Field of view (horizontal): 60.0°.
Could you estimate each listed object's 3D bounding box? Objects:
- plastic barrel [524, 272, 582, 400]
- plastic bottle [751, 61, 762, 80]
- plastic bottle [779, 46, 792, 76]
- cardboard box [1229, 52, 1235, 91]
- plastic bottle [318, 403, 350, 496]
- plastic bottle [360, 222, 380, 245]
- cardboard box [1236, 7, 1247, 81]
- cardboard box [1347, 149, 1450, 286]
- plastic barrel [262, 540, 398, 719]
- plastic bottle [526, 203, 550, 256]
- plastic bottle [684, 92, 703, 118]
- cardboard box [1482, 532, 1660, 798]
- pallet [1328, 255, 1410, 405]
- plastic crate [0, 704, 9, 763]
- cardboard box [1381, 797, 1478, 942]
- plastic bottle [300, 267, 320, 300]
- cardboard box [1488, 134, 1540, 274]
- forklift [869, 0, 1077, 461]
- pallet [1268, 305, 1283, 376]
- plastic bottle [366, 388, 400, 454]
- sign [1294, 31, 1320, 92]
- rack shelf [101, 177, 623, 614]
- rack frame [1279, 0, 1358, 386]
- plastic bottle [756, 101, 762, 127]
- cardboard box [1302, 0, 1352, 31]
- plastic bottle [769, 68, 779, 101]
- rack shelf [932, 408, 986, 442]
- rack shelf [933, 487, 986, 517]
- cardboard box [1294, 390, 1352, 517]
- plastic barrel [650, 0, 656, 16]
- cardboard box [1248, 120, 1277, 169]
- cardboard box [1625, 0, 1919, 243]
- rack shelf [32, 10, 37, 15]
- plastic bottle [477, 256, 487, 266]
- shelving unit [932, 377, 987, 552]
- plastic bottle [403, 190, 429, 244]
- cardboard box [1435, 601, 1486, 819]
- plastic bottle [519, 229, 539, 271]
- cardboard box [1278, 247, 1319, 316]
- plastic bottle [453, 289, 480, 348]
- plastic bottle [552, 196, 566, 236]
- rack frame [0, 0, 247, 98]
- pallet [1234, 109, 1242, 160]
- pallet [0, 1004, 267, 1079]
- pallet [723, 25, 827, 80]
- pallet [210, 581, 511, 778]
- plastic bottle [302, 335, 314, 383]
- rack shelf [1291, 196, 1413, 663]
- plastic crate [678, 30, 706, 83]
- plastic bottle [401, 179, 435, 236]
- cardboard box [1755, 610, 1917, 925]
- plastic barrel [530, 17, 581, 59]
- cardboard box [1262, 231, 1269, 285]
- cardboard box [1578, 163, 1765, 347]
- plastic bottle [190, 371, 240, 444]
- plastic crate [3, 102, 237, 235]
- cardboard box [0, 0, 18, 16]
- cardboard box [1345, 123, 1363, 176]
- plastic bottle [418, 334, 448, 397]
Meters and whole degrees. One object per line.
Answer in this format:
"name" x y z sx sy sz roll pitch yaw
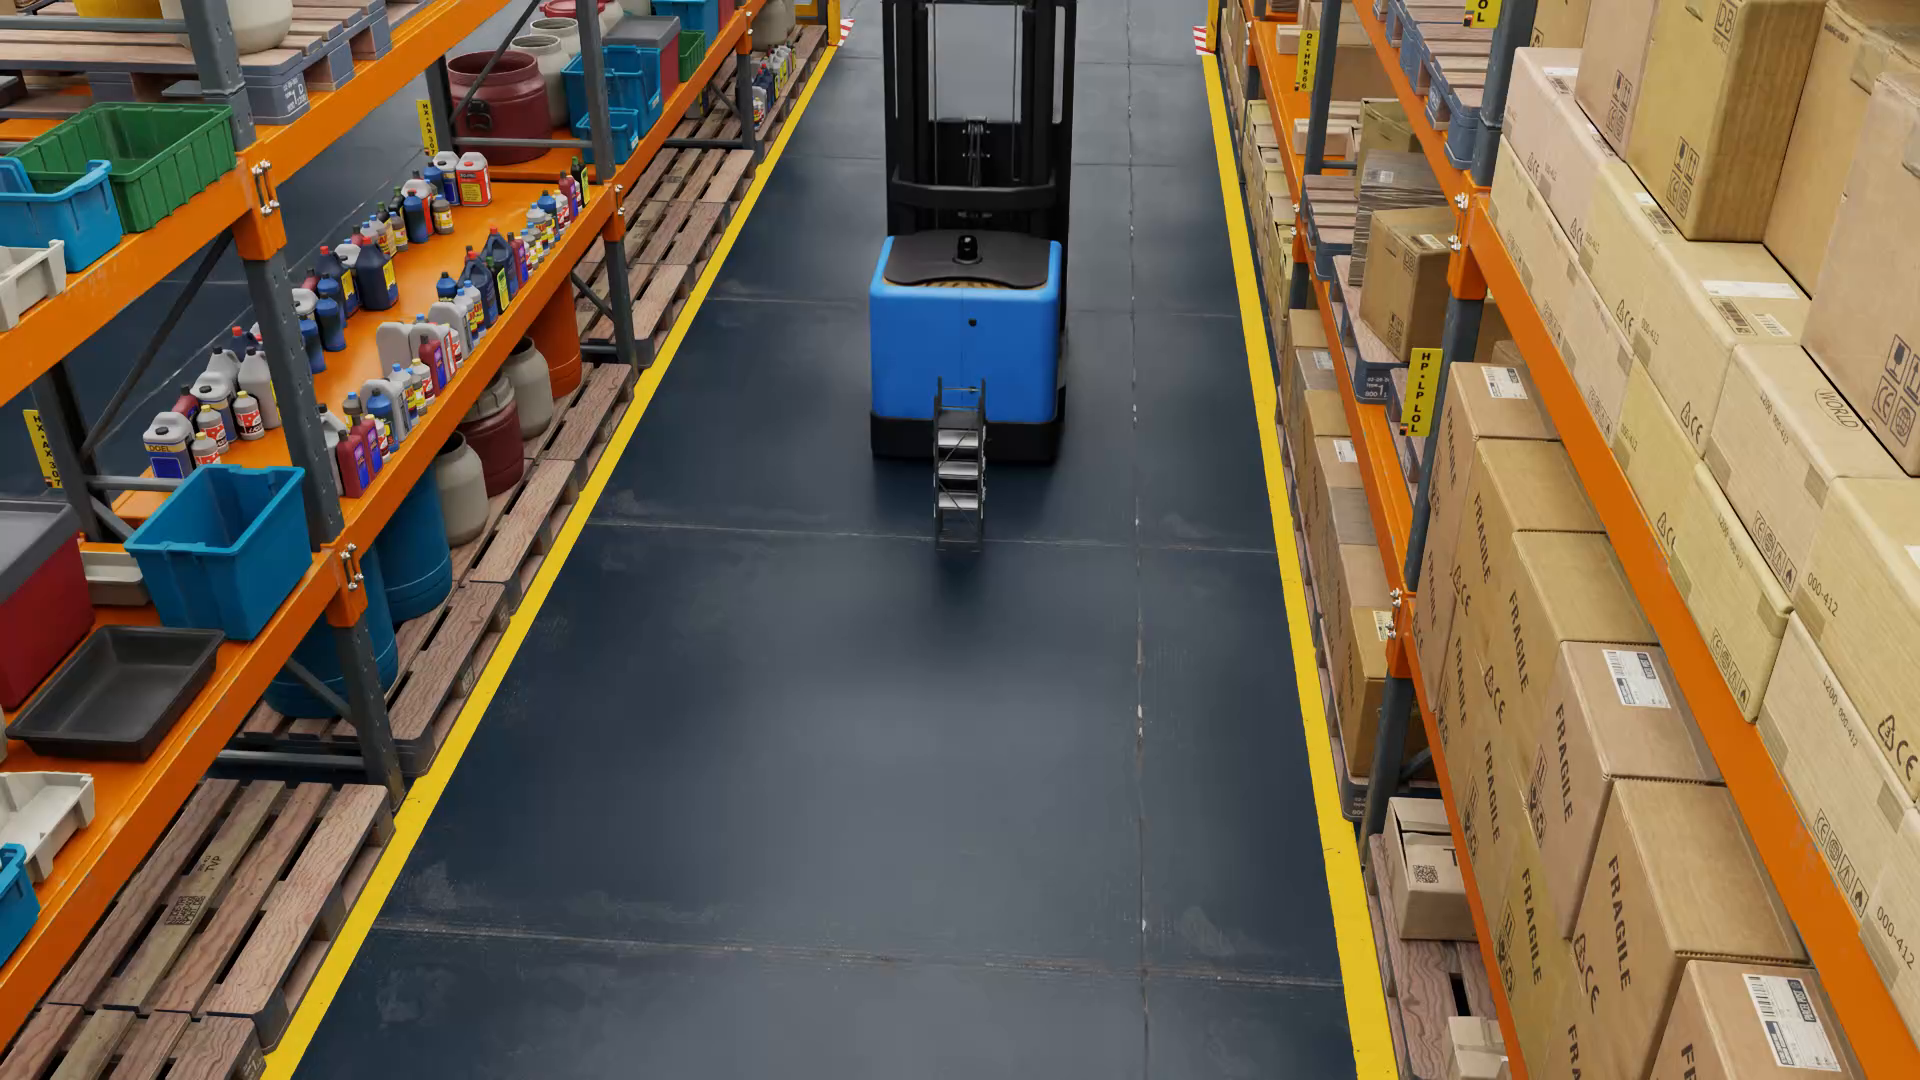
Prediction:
"plastic barrel" -2.532 -1.283 9.641 0.600 0.830 0.708 2 32 4
"plastic bottle" -1.804 -4.122 14.757 0.152 0.276 0.135 2 32 4
"plastic bottle" -1.619 -4.386 15.184 0.152 0.276 0.135 3 32 4
"cardboard box" 2.689 -4.207 14.938 0.500 0.250 0.500 2 32 4
"plastic bottle" -2.480 -0.363 6.527 0.144 0.351 0.185 2 32 4
"plastic bottle" -2.979 -1.474 8.406 0.097 0.271 0.097 0 32 0
"cardboard box" 2.662 -4.264 14.316 0.500 0.500 0.500 2 32 4
"cardboard box" 2.223 -1.488 7.810 0.700 0.500 0.500 8 33 13
"plastic barrel" -2.774 0.238 7.104 0.600 0.901 0.708 2 32 4
"plastic bottle" -2.195 -1.616 8.636 0.097 0.271 0.097 0 32 0
"plastic bottle" -2.275 -3.778 14.128 0.144 0.351 0.185 2 32 4
"cardboard box" 1.699 0.326 4.314 0.500 0.500 0.500 2 32 3
"pallet" 2.273 -0.972 7.651 1.003 0.211 1.213 2 32 4
"plastic crate" -3.143 0.623 4.936 0.437 0.282 0.530 2 32 4
"cardboard box" 1.852 1.188 6.106 0.500 0.311 0.500 2 32 4
"plastic bottle" -3.051 -1.132 7.839 0.061 0.283 0.133 2 32 4
"cardboard box" 1.815 -0.949 4.714 0.500 0.250 0.500 2 32 4
"forklift" 0.128 -2.436 9.909 1.130 2.935 3.031 2 32 4
"pallet" 2.533 -1.312 10.678 1.003 0.211 1.213 2 32 4
"plastic bottle" -2.370 -0.493 6.814 0.097 0.271 0.097 0 32 0
"sign" 1.874 -2.586 8.983 0.100 0.325 0.005 2 32 4
"rack shelf" -2.672 -0.932 8.089 1.077 0.370 4.000 2 32 4
"rack frame" 2.427 -2.071 9.251 1.000 3.000 0.127 2 32 4
"plastic bottle" -1.713 -3.573 13.937 0.097 0.201 0.097 0 32 0
"cardboard box" 2.631 -3.529 11.521 0.500 0.500 0.500 5 32 8
"plastic bottle" -1.634 -3.994 14.542 0.061 0.283 0.133 4 32 6
"rack shelf" -0.001 -0.580 8.383 0.258 0.077 0.200 2 32 4
"rack shelf" -0.001 -0.197 8.619 0.258 0.077 0.200 2 32 4
"cardboard box" 2.022 -0.432 8.555 0.500 0.500 0.500 2 32 3
"plastic barrel" -2.517 -4.400 12.553 0.600 0.901 0.708 2 32 4
"cardboard box" 2.425 -2.942 12.351 0.500 0.311 0.500 2 32 3
"cardboard box" 1.883 -0.951 3.527 0.700 0.500 0.500 2 32 4
"rack shelf" -7.283 -3.235 11.827 1.077 0.370 4.000 2 32 4
"plastic bottle" -2.297 -1.243 8.020 0.061 0.283 0.133 2 32 4
"shelving unit" -0.001 -0.379 8.507 0.258 0.900 0.210 2 32 4
"plastic bottle" -2.881 -1.713 8.793 0.097 0.271 0.097 0 32 0
"cardboard box" 1.750 0.501 4.983 0.500 0.500 0.500 3 32 5
"plastic bottle" -2.211 -1.484 8.489 0.097 0.201 0.097 0 32 0
"cardboard box" 2.224 -1.602 10.177 0.500 0.311 0.500 3 32 5
"plastic bottle" -2.287 -1.029 7.683 0.097 0.271 0.097 0 32 0
"plastic bottle" -2.171 -1.739 8.902 0.097 0.201 0.097 0 32 0
"rack frame" -2.835 -2.747 4.630 1.000 3.000 0.127 2 32 4
"pallet" 2.859 -3.389 14.049 1.003 0.211 1.213 2 32 4
"pallet" -2.953 2.020 5.271 1.003 0.211 1.213 2 32 4
"pallet" -1.889 -4.814 16.360 1.003 0.211 1.213 2 32 4
"pallet" -2.731 0.593 7.587 1.003 0.211 1.213 2 32 4
"plastic bottle" -2.929 -0.817 7.339 0.097 0.271 0.097 0 32 0
"rack shelf" 2.264 -0.719 7.743 1.077 0.370 4.000 2 32 4
"plastic crate" -2.044 -3.363 11.550 0.450 0.188 0.662 2 32 4
"plastic bottle" -2.905 -1.777 8.893 0.152 0.276 0.135 2 32 4
"cardboard box" 1.606 0.358 2.593 0.500 0.250 0.500 2 32 4
"plastic barrel" -2.604 -3.099 10.813 0.421 0.512 0.421 0 32 0
"cardboard box" 2.309 -1.897 11.190 0.500 0.250 0.500 3 32 5
"cardboard box" 1.723 -0.639 3.735 0.500 0.250 0.500 2 32 4
"plastic bottle" -3.095 -0.551 6.903 0.152 0.276 0.135 2 32 4
"plastic crate" -2.568 -1.145 5.092 0.450 0.188 0.662 2 32 4
"cardboard box" -7.169 -3.900 11.720 0.797 0.503 0.637 6 32 9
"cardboard box" 2.500 -2.221 9.580 0.500 0.311 0.500 4 32 7
"plastic bottle" -2.308 -0.781 7.269 0.061 0.283 0.133 2 32 4
